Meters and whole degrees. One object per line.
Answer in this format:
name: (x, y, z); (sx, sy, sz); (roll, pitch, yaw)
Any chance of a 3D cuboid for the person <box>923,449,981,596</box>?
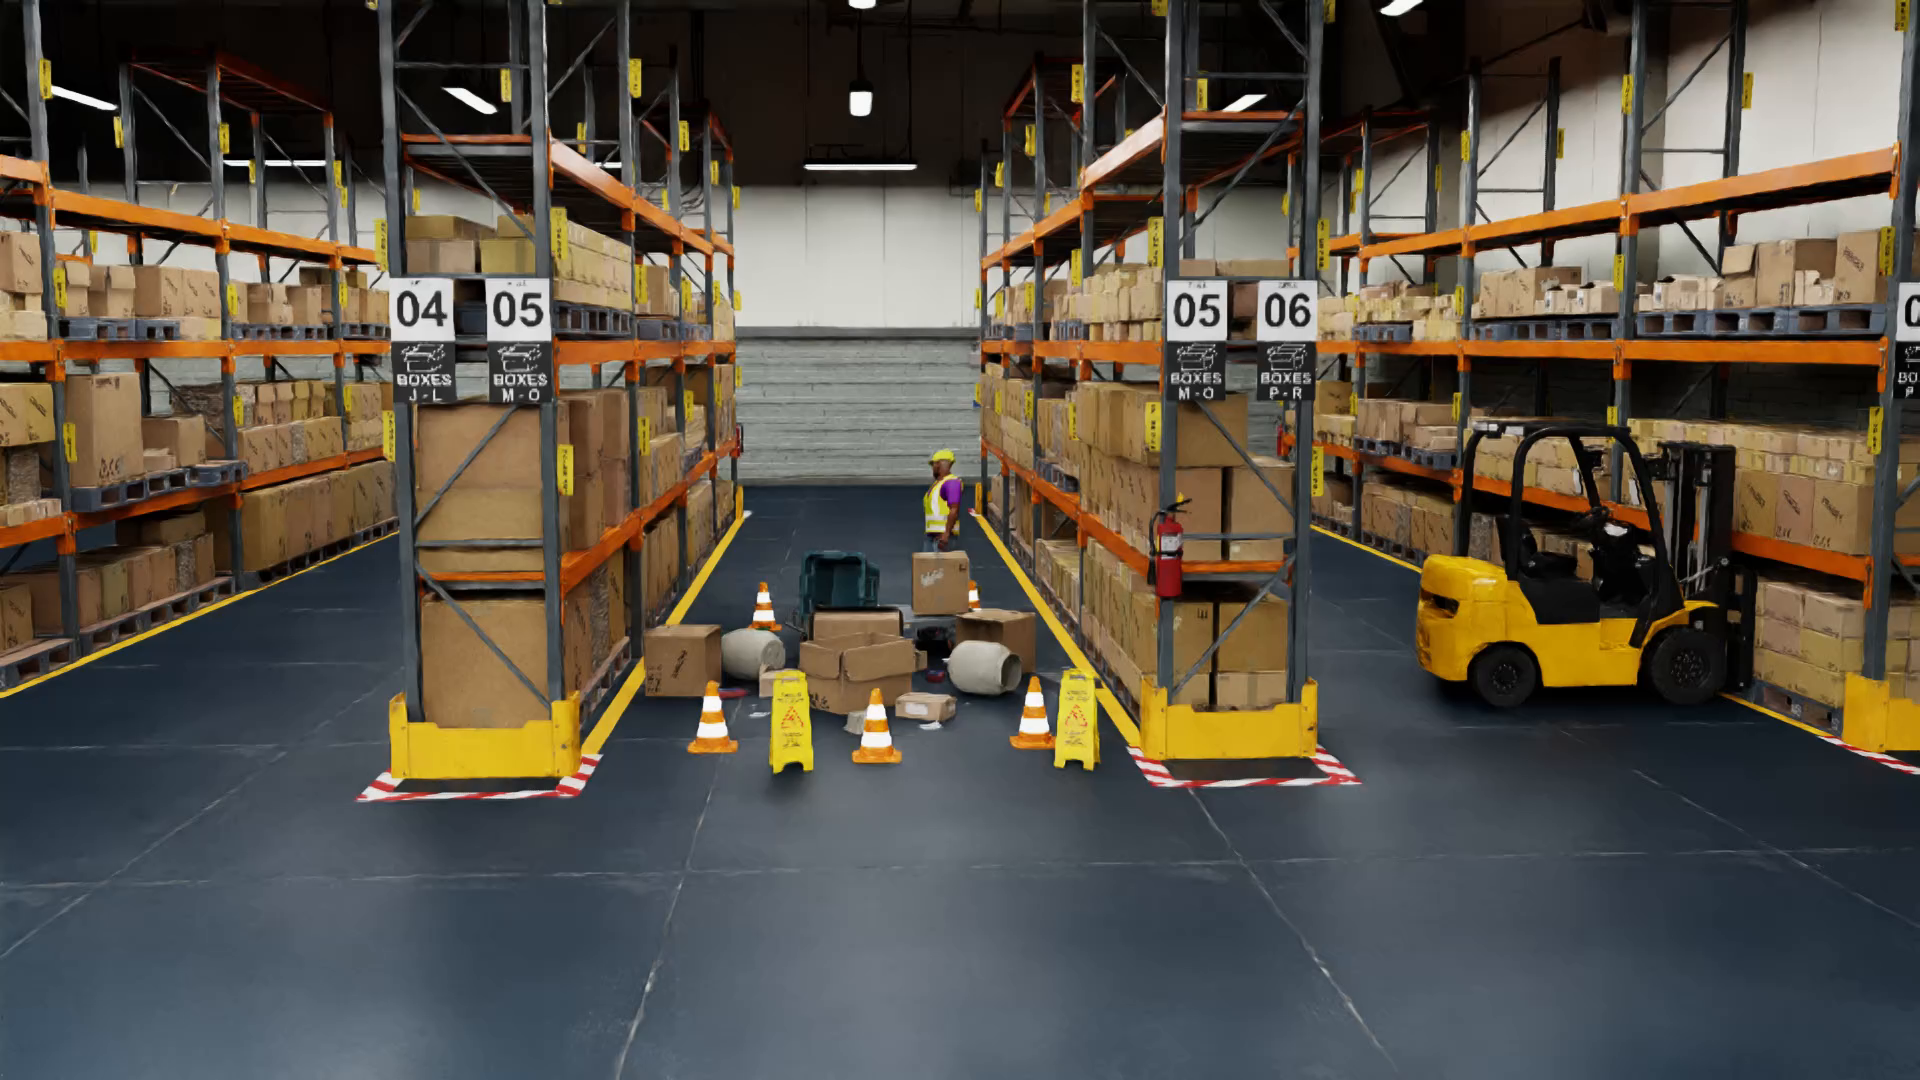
person: (-0.182, -0.046, 16.732); (0.766, 1.717, 0.631); (-3, 7, -22)
